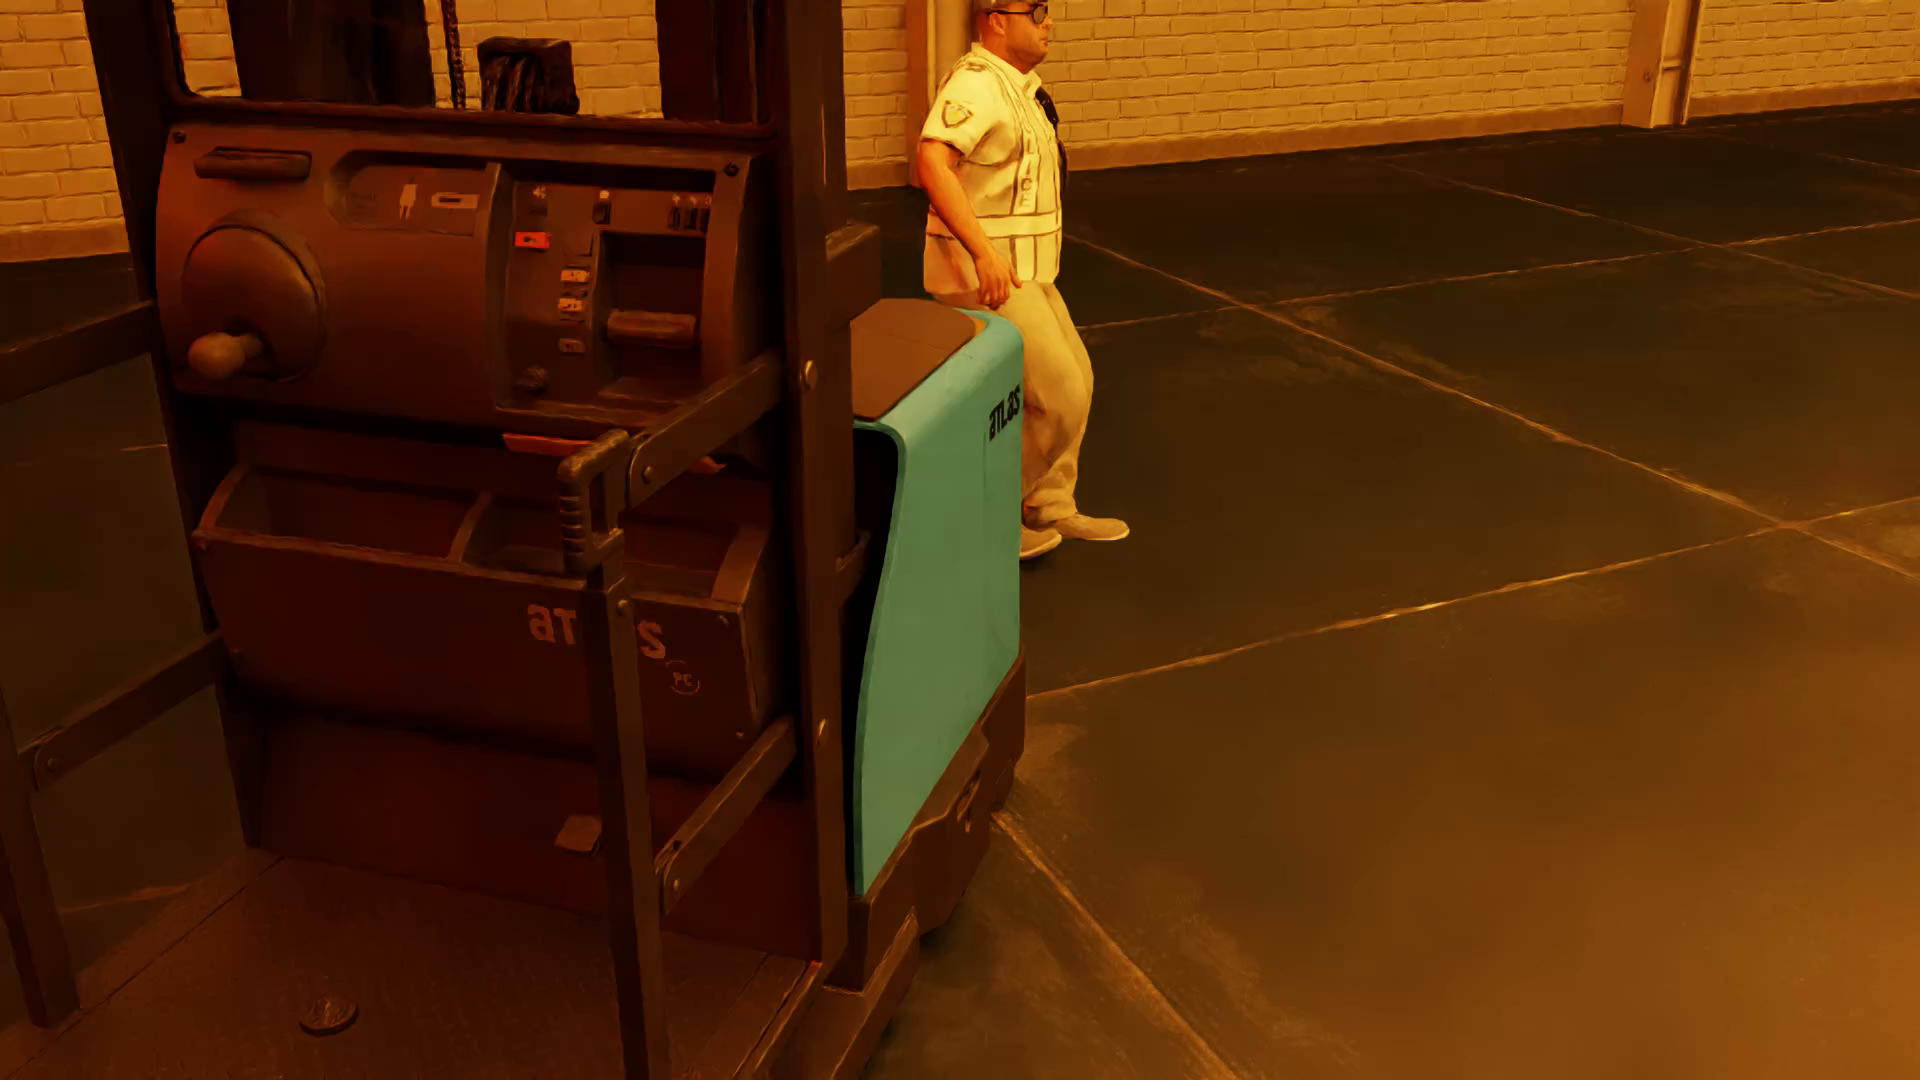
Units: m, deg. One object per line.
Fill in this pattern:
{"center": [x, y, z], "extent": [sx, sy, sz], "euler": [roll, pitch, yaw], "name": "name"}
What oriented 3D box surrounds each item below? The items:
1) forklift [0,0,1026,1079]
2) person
{"center": [-0.789, -0.353, 2.136], "extent": [1.130, 2.935, 3.031], "euler": [7, 24, 16], "name": "forklift"}
{"center": [0.185, -0.757, 4.760], "extent": [0.620, 1.731, 0.913], "euler": [5, 23, 13], "name": "person"}
